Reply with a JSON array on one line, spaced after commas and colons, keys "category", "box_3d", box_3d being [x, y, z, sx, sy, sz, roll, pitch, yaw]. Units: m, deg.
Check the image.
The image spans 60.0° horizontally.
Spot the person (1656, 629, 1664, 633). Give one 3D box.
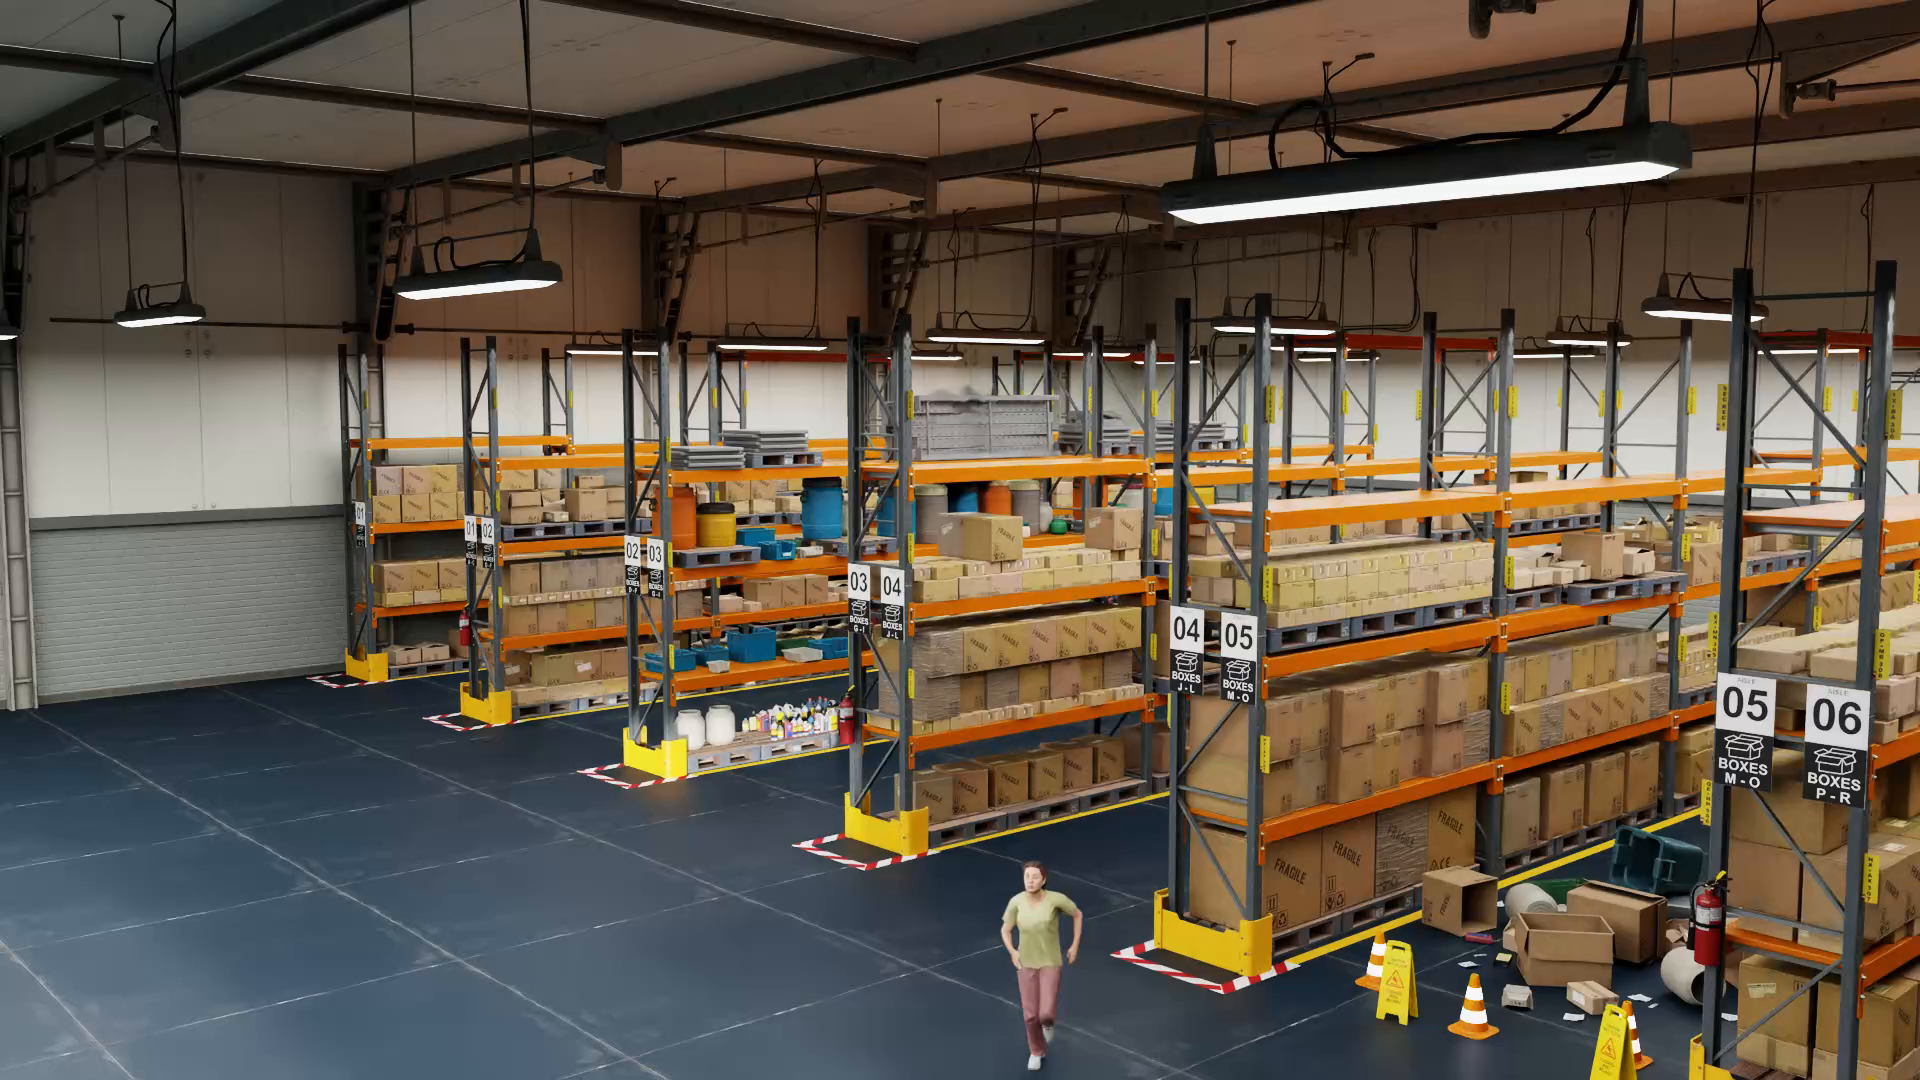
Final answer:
[{"category": "person", "box_3d": [10.243, 2.145, 24.425, 0.677, 1.663, 0.535, -4, 6, -37]}]

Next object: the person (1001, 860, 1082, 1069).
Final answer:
[{"category": "person", "box_3d": [0.605, 3.235, 12.633, 0.605, 1.624, 0.603, 1, 5, 13]}]
